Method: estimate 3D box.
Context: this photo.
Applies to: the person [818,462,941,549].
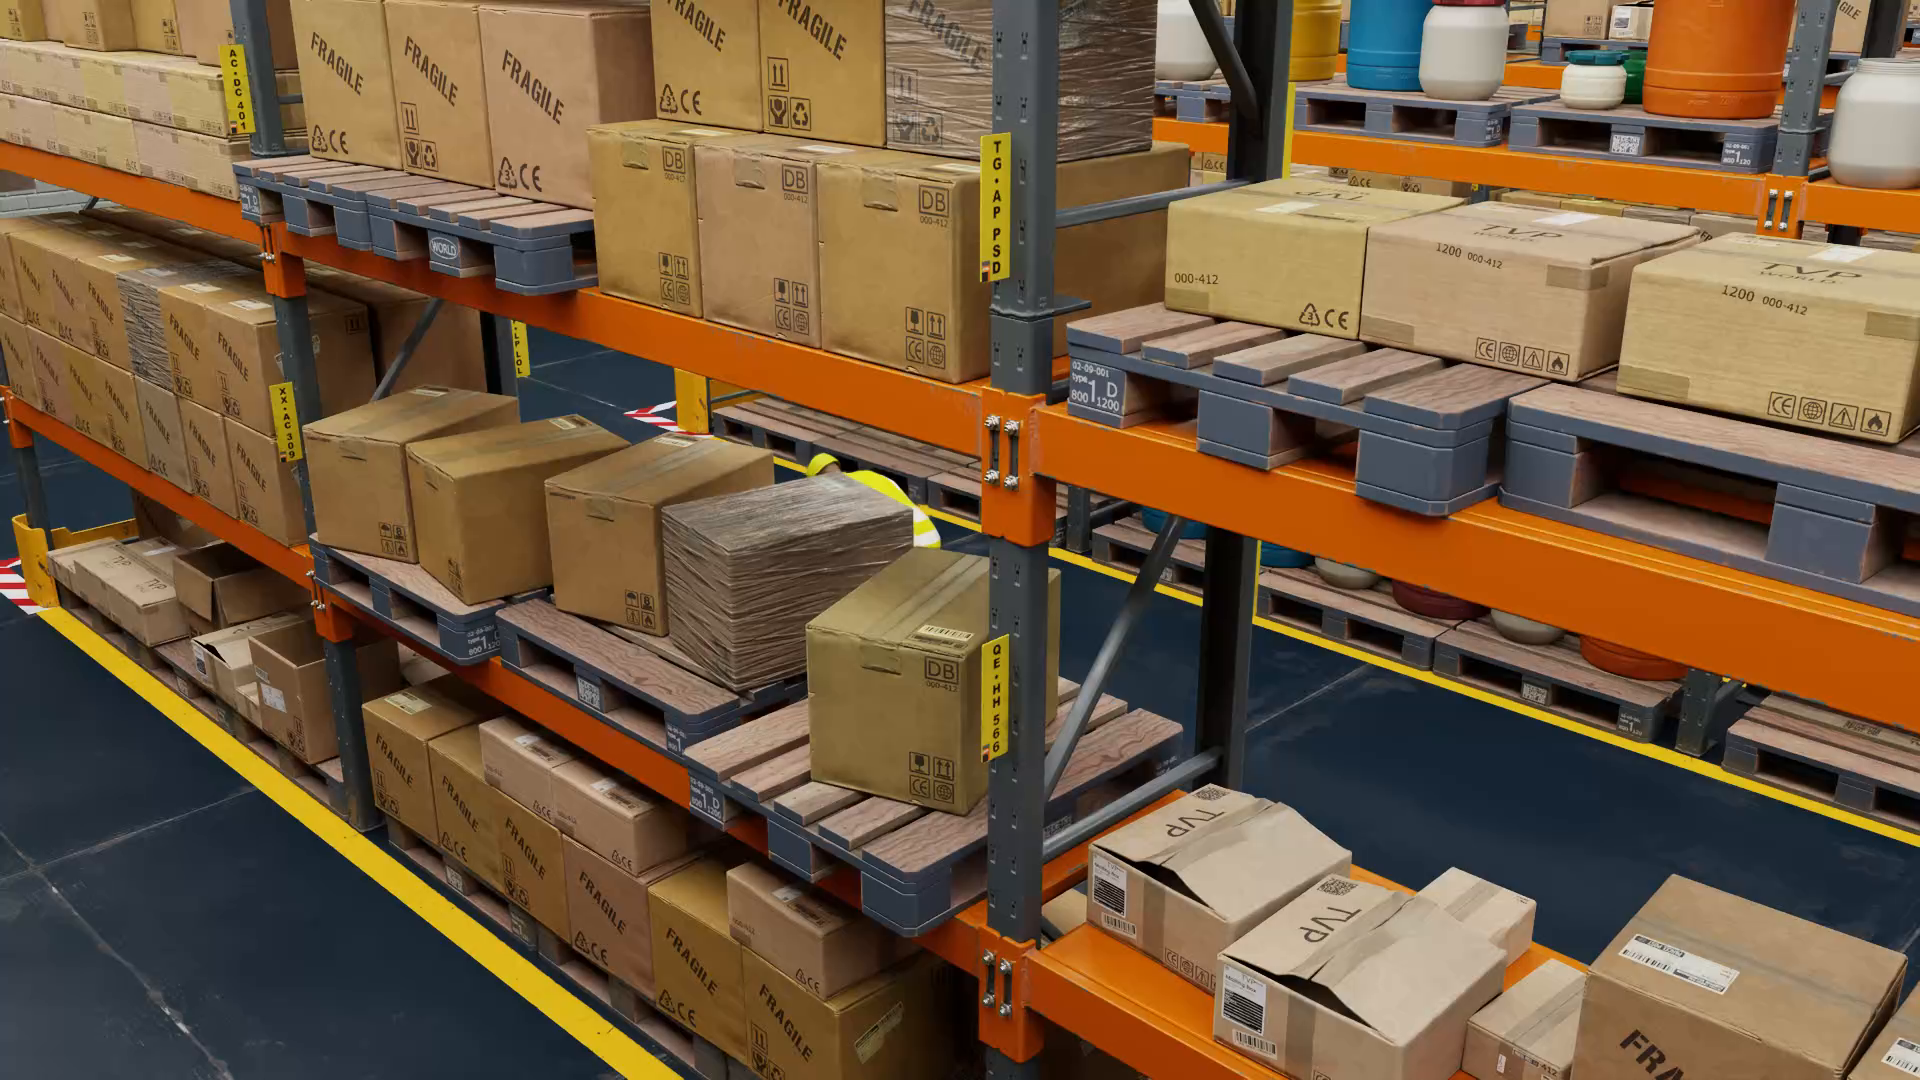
[{"bbox_3d":[5.221,-7.412,18.077,7.014,9.010,23.266,19,28,41],"label":"person"}]
